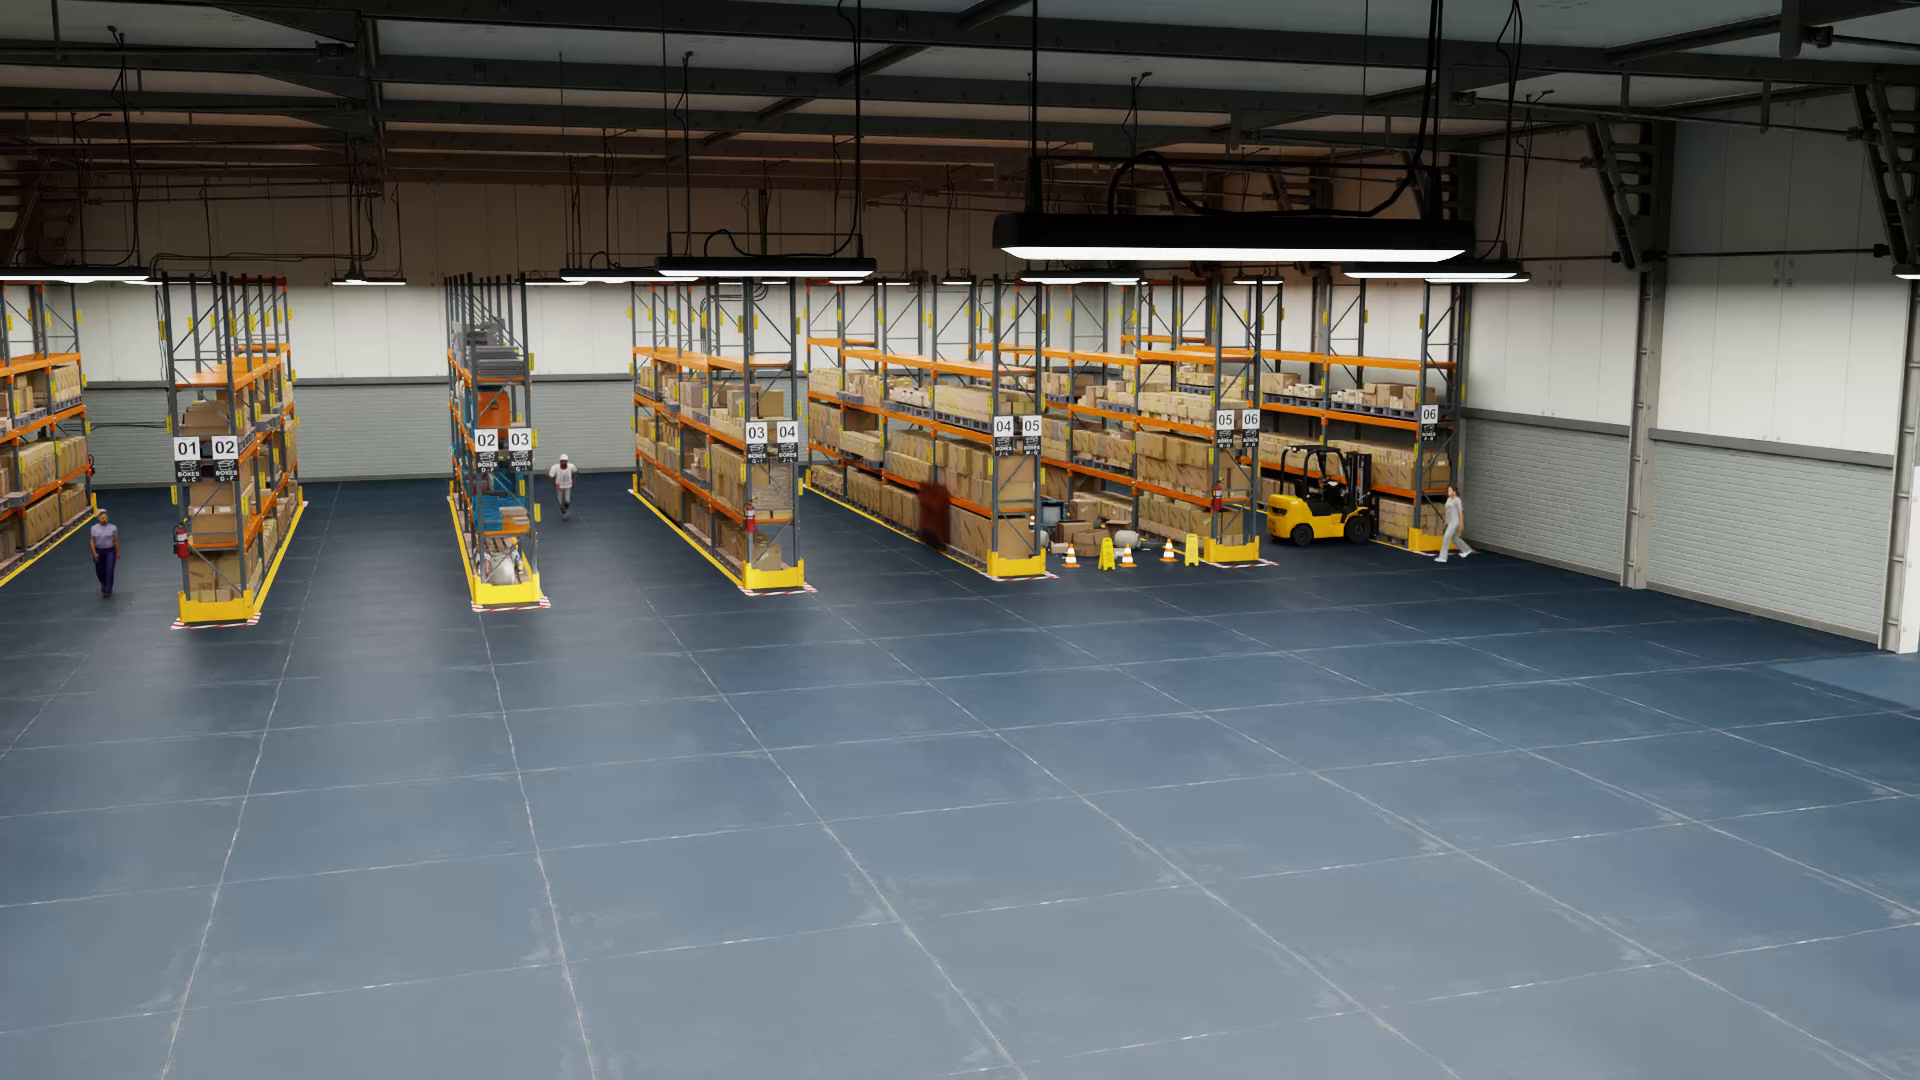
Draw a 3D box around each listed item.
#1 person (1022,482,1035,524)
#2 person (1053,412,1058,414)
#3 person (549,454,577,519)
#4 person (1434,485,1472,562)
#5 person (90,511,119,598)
[{"bbox_3d":[1.659,-1.170,40.362,0.361,1.722,0.500,8,12,43],"label":"person"},{"bbox_3d":[3.143,-3.364,54.542,0.592,1.709,0.529,-6,10,-33],"label":"person"},{"bbox_3d":[-9.853,-1.318,41.320,0.682,1.653,0.726,-1,9,-9],"label":"person"},{"bbox_3d":[10.404,-0.358,34.994,0.964,1.629,0.446,-3,9,-18],"label":"person"},{"bbox_3d":[-16.018,0.253,31.130,0.470,1.575,1.012,-3,9,-19],"label":"person"}]
